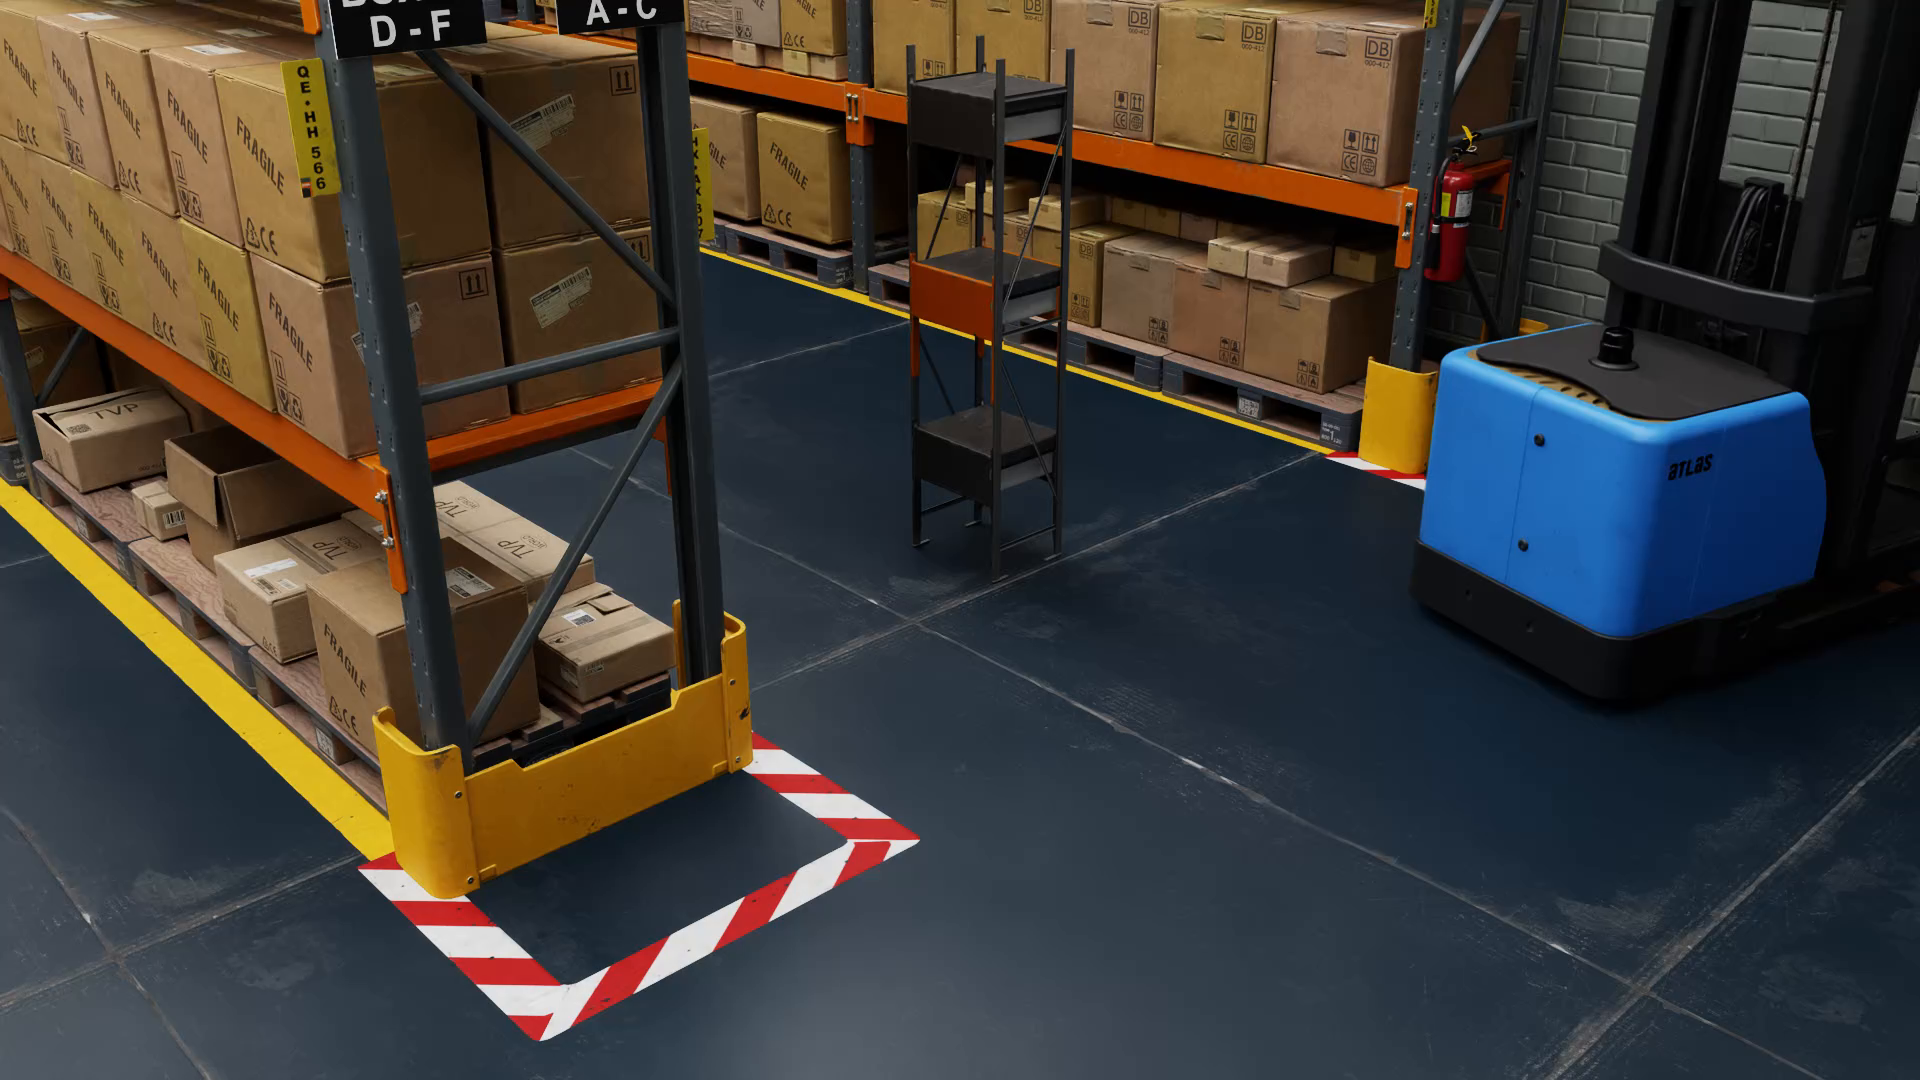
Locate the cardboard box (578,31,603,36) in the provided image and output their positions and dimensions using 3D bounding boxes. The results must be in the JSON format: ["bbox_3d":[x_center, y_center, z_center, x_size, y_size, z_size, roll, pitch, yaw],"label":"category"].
[{"bbox_3d":[-2.677,-3.861,12.378,0.380,0.149,0.250,-20,31,-37],"label":"cardboard box"}]

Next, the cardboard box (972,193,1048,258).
[{"bbox_3d":[0.493,-1.748,9.974,0.700,0.500,0.500,-22,32,-39],"label":"cardboard box"}]

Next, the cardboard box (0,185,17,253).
[{"bbox_3d":[-3.749,-1.511,6.827,0.500,0.500,0.500,-20,31,-37],"label":"cardboard box"}]

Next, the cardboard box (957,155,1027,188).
[{"bbox_3d":[0.197,-2.297,10.395,0.380,0.149,0.250,-21,32,-39],"label":"cardboard box"}]

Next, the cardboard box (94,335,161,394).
[{"bbox_3d":[-4.051,-0.975,8.256,0.500,0.500,0.500,22,33,39],"label":"cardboard box"}]

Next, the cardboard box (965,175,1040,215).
[{"bbox_3d":[0.252,-2.041,9.834,0.380,0.149,0.250,-20,31,-37],"label":"cardboard box"}]

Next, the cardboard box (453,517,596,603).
[{"bbox_3d":[-1.670,0.169,6.048,0.500,0.250,0.500,-21,32,-38],"label":"cardboard box"}]

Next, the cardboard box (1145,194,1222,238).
[{"bbox_3d":[1.261,-1.826,9.364,0.380,0.149,0.250,-21,32,-38],"label":"cardboard box"}]

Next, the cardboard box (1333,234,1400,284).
[{"bbox_3d":[2.129,-1.443,8.523,0.380,0.149,0.250,-21,32,-38],"label":"cardboard box"}]

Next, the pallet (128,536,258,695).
[{"bbox_3d":[-2.591,0.150,6.667,1.003,0.211,1.213,-21,32,-38],"label":"pallet"}]

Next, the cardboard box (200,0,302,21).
[{"bbox_3d":[-2.324,-1.657,5.944,0.500,0.500,0.500,-22,32,-39],"label":"cardboard box"}]

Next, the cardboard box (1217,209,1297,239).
[{"bbox_3d":[1.612,-1.672,9.025,0.380,0.149,0.250,-21,32,-38],"label":"cardboard box"}]

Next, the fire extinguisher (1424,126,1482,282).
[{"bbox_3d":[2.215,-1.510,7.488,0.296,0.674,0.183,-21,32,-38],"label":"fire extinguisher"}]

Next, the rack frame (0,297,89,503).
[{"bbox_3d":[-3.898,-1.697,7.356,1.000,3.000,0.127,-21,32,-38],"label":"rack frame"}]

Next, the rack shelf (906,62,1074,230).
[{"bbox_3d":[0.113,-1.530,6.419,0.431,0.518,0.480,-21,32,-38],"label":"rack shelf"}]

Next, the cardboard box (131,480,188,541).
[{"bbox_3d":[-3.171,-0.160,6.871,0.380,0.166,0.250,-21,32,-38],"label":"cardboard box"}]

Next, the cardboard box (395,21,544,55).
[{"bbox_3d":[-1.638,-1.351,5.272,0.500,0.500,0.500,-21,32,-38],"label":"cardboard box"}]

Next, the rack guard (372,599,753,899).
[{"bbox_3d":[-1.216,0.629,5.268,1.175,0.500,0.348,-21,32,-38],"label":"rack guard"}]

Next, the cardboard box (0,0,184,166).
[{"bbox_3d":[-3.077,-1.663,5.955,0.500,0.500,0.500,-22,33,-40],"label":"cardboard box"}]

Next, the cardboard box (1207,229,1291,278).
[{"bbox_3d":[1.502,-1.488,8.623,0.380,0.149,0.250,-20,31,-37],"label":"cardboard box"}]

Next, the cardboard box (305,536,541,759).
[{"bbox_3d":[-1.716,0.357,5.335,0.500,0.500,0.500,-21,32,-38],"label":"cardboard box"}]

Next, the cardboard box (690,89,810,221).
[{"bbox_3d":[-1.434,-2.745,11.737,0.750,0.750,0.750,-20,31,-37],"label":"cardboard box"}]

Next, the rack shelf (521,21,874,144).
[{"bbox_3d":[-1.652,-3.382,11.916,1.077,0.370,4.000,-21,32,-38],"label":"rack shelf"}]

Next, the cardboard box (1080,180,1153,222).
[{"bbox_3d":[0.912,-1.981,9.703,0.380,0.149,0.250,-21,32,-38],"label":"cardboard box"}]

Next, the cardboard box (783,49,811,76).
[{"bbox_3d":[-0.912,-3.090,10.688,0.380,0.149,0.250,-21,32,-38],"label":"cardboard box"}]

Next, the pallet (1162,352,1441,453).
[{"bbox_3d":[1.846,-0.843,8.843,1.003,0.211,1.213,-21,32,-38],"label":"pallet"}]

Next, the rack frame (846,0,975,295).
[{"bbox_3d":[-0.285,-3.103,10.438,1.000,3.000,0.127,-21,32,-38],"label":"rack frame"}]

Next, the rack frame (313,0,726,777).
[{"bbox_3d":[-1.164,-0.485,4.699,1.000,3.000,0.127,-21,32,-38],"label":"rack frame"}]

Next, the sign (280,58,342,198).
[{"bbox_3d":[-1.583,-1.004,4.061,0.100,0.325,0.005,-21,32,-38],"label":"sign"}]

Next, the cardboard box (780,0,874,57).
[{"bbox_3d":[-0.784,-3.362,10.502,0.500,0.500,0.500,-22,32,-39],"label":"cardboard box"}]

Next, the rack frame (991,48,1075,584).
[{"bbox_3d":[0.280,-0.831,6.542,0.400,2.100,0.015,-21,32,-38],"label":"rack frame"}]

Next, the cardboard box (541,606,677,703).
[{"bbox_3d":[-1.199,0.388,5.691,0.380,0.149,0.250,-21,32,-38],"label":"cardboard box"}]

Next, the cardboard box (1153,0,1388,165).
[{"bbox_3d":[1.588,-2.397,8.528,0.980,0.700,0.700,-22,32,-39],"label":"cardboard box"}]

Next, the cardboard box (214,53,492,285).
[{"bbox_3d":[-1.669,-1.042,4.595,0.500,0.500,0.500,-22,32,-39],"label":"cardboard box"}]

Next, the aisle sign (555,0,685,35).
[{"bbox_3d":[-0.903,-1.730,4.297,0.394,0.787,0.004,-21,32,-38],"label":"aisle sign"}]

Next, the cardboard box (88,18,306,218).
[{"bbox_3d":[-2.373,-1.351,5.272,0.500,0.500,0.500,-20,31,-37],"label":"cardboard box"}]

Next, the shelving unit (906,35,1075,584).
[{"bbox_3d":[0.113,-0.905,6.704,0.431,2.100,0.503,-21,32,-38],"label":"shelving unit"}]

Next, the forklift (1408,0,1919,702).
[{"bbox_3d":[3.325,-1.184,6.315,3.031,2.935,1.130,-13,28,-26],"label":"forklift"}]

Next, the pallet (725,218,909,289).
[{"bbox_3d":[-0.867,-2.047,11.483,1.003,0.211,1.213,-21,32,-38],"label":"pallet"}]

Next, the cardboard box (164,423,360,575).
[{"bbox_3d":[-2.610,-0.194,6.538,0.797,0.503,0.637,-21,32,-38],"label":"cardboard box"}]

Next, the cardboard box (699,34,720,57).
[{"bbox_3d":[-1.559,-3.418,11.406,0.380,0.149,0.250,-22,33,-40],"label":"cardboard box"}]

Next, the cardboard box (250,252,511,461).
[{"bbox_3d":[-1.669,-0.589,4.807,0.500,0.500,0.500,-20,31,-37],"label":"cardboard box"}]

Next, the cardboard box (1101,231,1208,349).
[{"bbox_3d":[1.212,-1.433,9.282,0.500,0.500,0.700,23,33,40],"label":"cardboard box"}]

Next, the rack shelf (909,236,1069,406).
[{"bbox_3d":[0.113,-0.893,6.710,0.431,0.518,0.480,-21,32,-38],"label":"rack shelf"}]

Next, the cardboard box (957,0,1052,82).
[{"bbox_3d":[0.569,-2.848,9.518,0.980,0.700,0.700,-22,33,-40],"label":"cardboard box"}]

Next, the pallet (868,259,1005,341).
[{"bbox_3d":[0.178,-1.582,10.464,1.003,0.211,1.213,-21,32,-38],"label":"pallet"}]

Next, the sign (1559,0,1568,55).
[{"bbox_3d":[2.858,-2.477,7.927,0.100,0.325,0.005,-21,32,-38],"label":"sign"}]

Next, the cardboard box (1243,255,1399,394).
[{"bbox_3d":[1.898,-1.129,8.616,0.700,0.500,0.500,-21,32,-38],"label":"cardboard box"}]

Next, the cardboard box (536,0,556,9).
[{"bbox_3d":[-2.873,-4.285,12.526,0.500,0.500,0.500,-20,31,-37],"label":"cardboard box"}]

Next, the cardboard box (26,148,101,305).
[{"bbox_3d":[-3.056,-1.204,6.155,0.500,0.500,0.500,-21,32,-39],"label":"cardboard box"}]

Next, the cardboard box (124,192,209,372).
[{"bbox_3d":[-2.363,-0.898,5.484,0.500,0.500,0.500,-21,32,-38],"label":"cardboard box"}]

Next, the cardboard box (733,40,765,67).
[{"bbox_3d":[-1.280,-3.245,11.027,0.380,0.149,0.250,-21,32,-38],"label":"cardboard box"}]

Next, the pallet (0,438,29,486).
[{"bbox_3d":[-4.482,-0.664,8.451,1.003,0.211,1.213,-21,32,-38],"label":"pallet"}]

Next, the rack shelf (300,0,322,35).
[{"bbox_3d":[-2.531,-2.128,5.554,1.077,0.370,4.000,-21,32,-38],"label":"rack shelf"}]

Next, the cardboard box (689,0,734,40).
[{"bbox_3d":[-1.477,-3.668,11.173,0.500,0.500,0.500,-21,32,-38],"label":"cardboard box"}]

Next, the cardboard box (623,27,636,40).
[{"bbox_3d":[-2.231,-3.744,12.121,0.380,0.149,0.250,-20,31,-37],"label":"cardboard box"}]

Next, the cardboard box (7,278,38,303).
[{"bbox_3d":[-4.776,-0.980,8.266,0.500,0.500,0.500,-21,32,-38],"label":"cardboard box"}]
